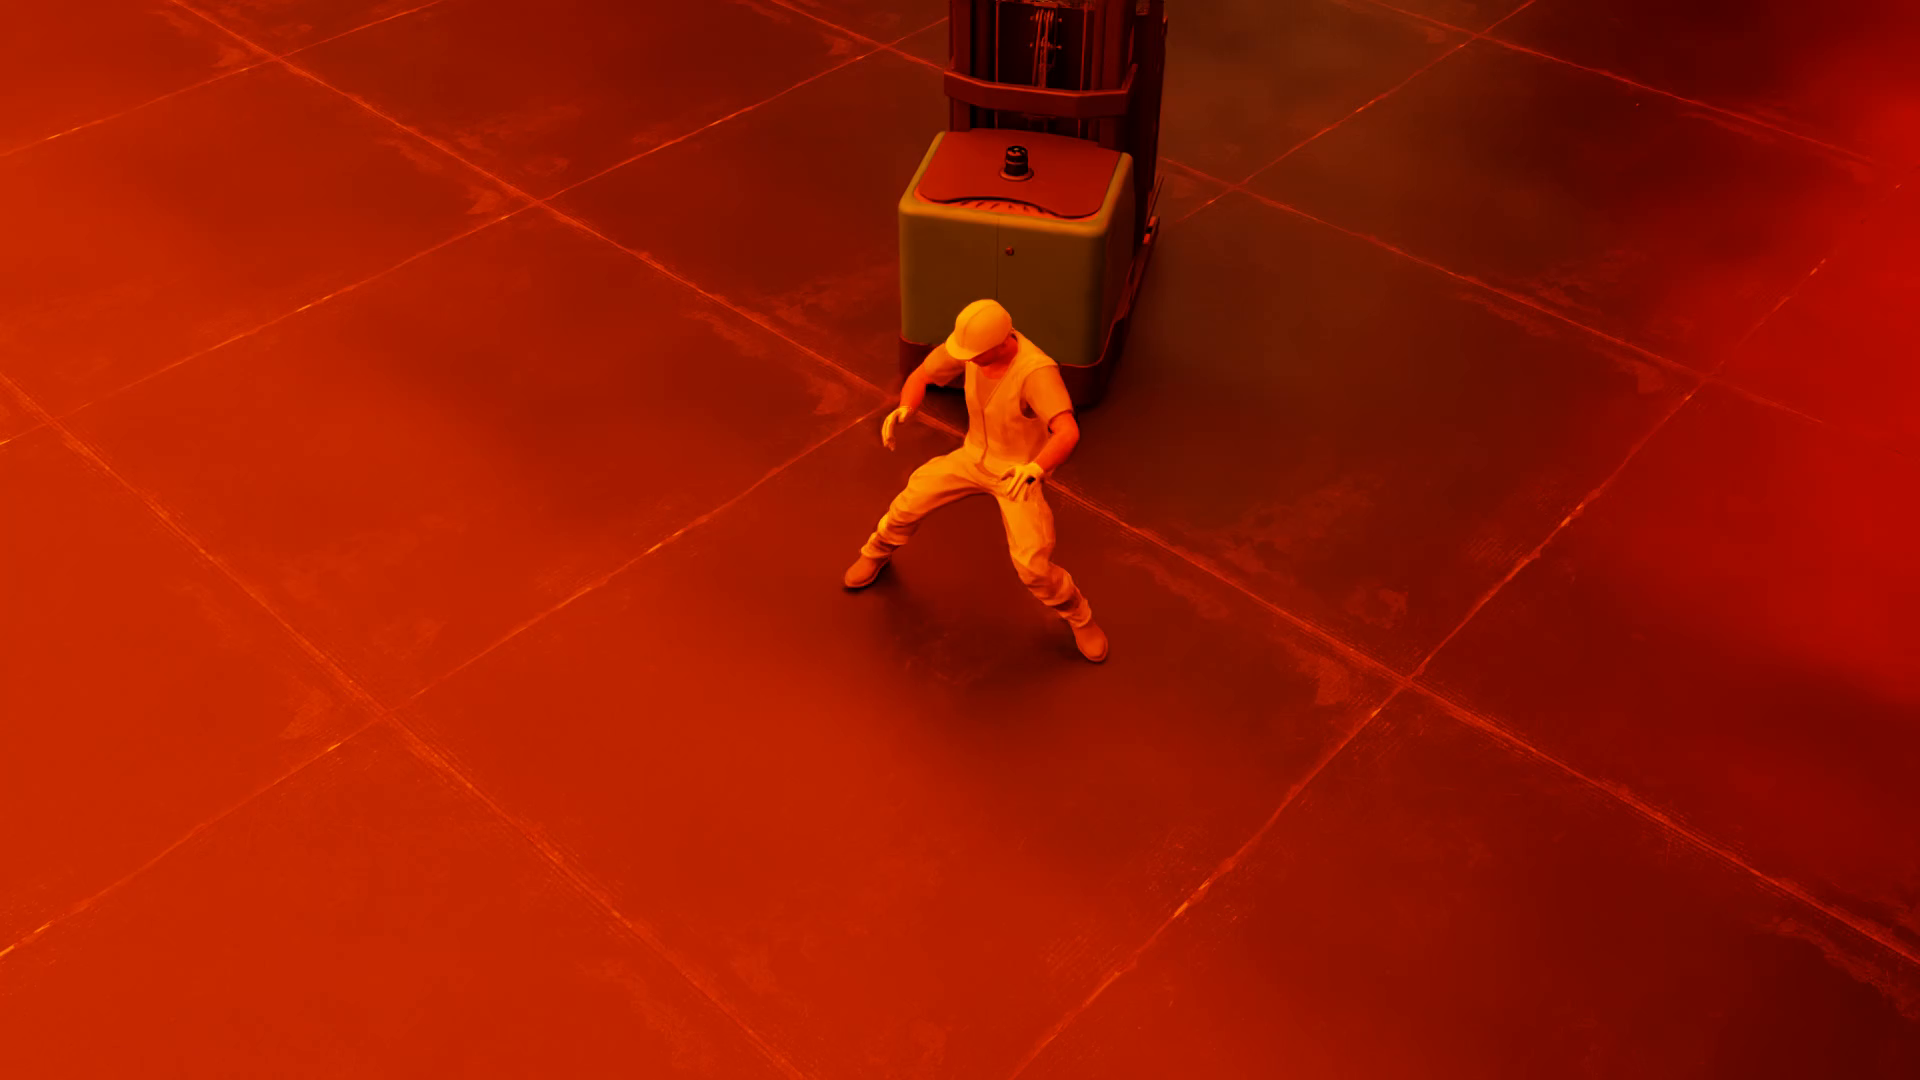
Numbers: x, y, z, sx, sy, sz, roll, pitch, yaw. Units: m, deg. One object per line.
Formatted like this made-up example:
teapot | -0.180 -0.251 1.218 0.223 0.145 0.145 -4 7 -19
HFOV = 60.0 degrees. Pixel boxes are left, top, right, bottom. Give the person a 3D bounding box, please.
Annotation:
person | 0.095 -0.275 6.811 0.692 1.548 1.229 -32 50 -31

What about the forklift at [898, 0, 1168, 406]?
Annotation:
forklift | 0.541 -2.754 8.638 1.130 2.935 3.031 9 41 11
